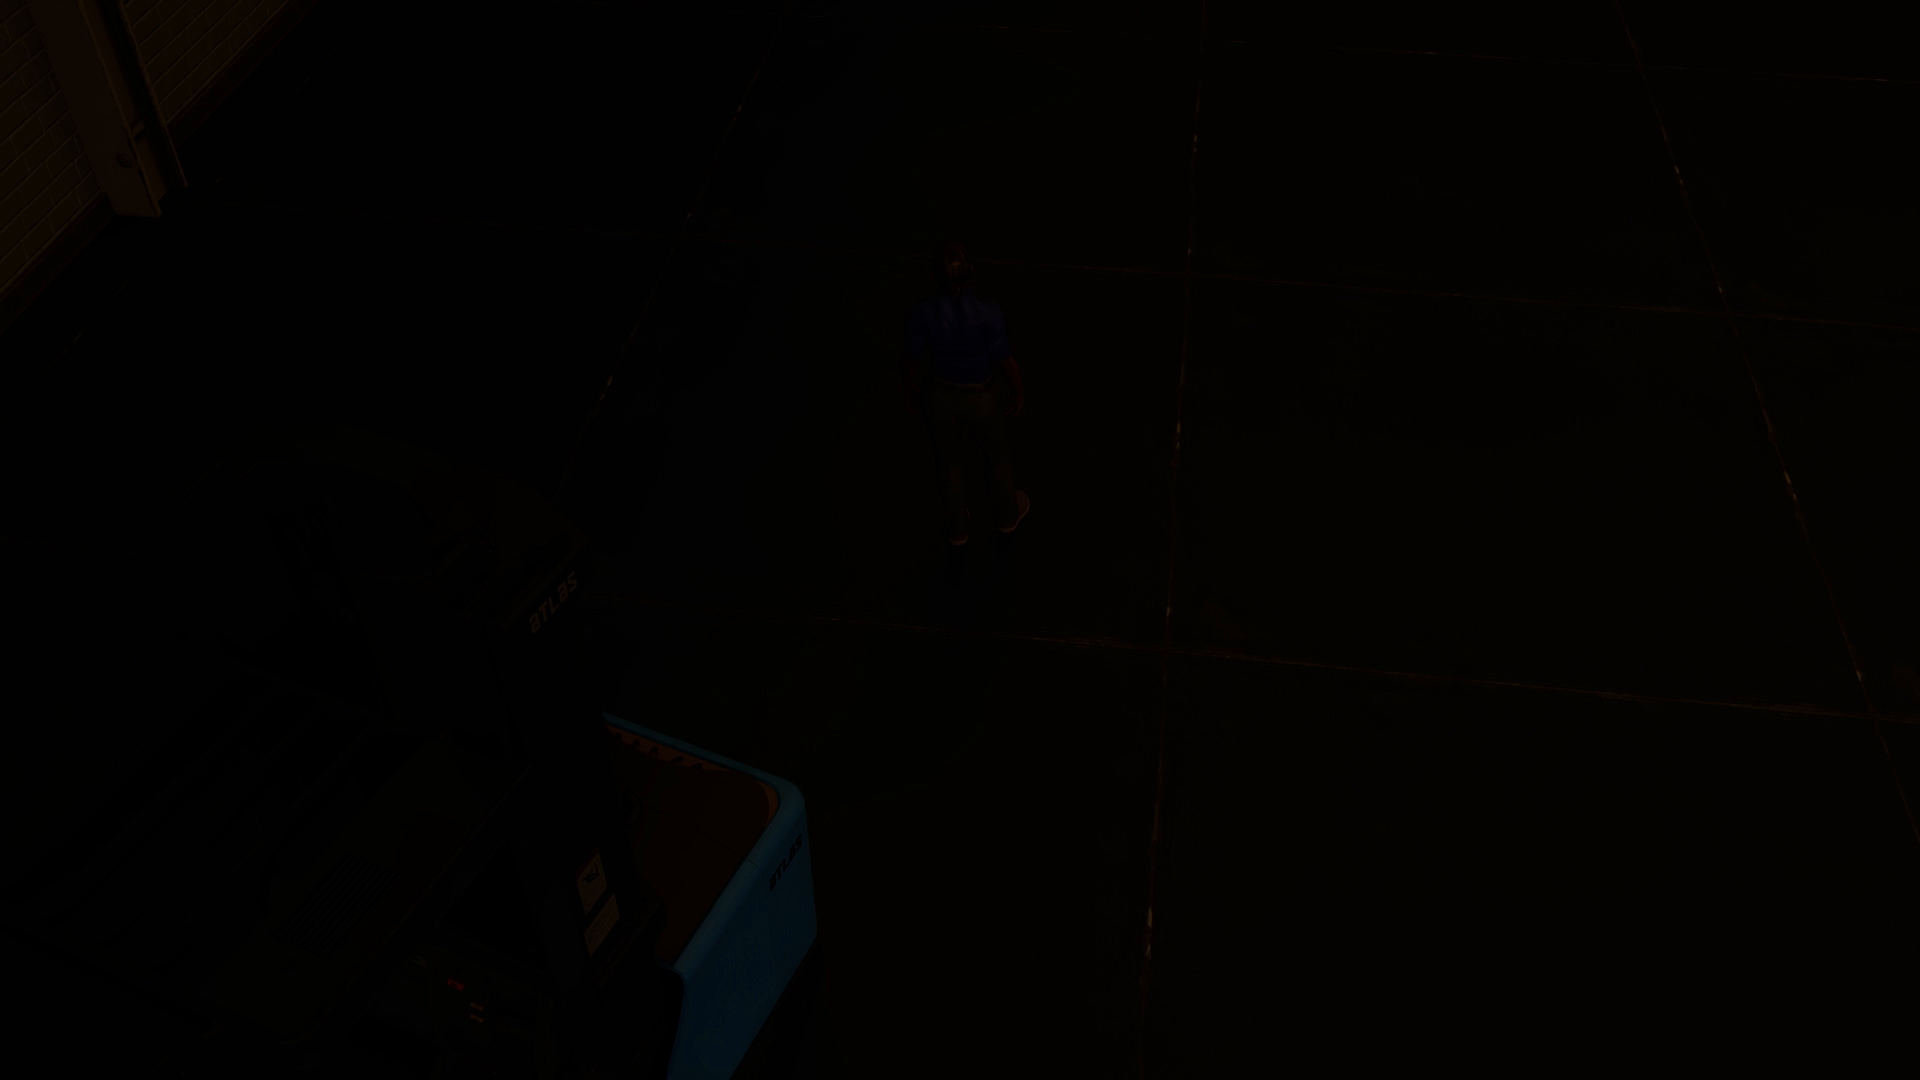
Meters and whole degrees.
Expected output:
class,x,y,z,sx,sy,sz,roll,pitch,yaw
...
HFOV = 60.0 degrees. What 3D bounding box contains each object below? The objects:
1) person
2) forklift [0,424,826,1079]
class,x,y,z,sx,sy,sz,roll,pitch,yaw
person,0.031,-0.672,7.388,0.569,1.656,0.503,5,43,6
forklift,-1.564,1.288,4.322,1.130,2.935,3.031,17,45,18
